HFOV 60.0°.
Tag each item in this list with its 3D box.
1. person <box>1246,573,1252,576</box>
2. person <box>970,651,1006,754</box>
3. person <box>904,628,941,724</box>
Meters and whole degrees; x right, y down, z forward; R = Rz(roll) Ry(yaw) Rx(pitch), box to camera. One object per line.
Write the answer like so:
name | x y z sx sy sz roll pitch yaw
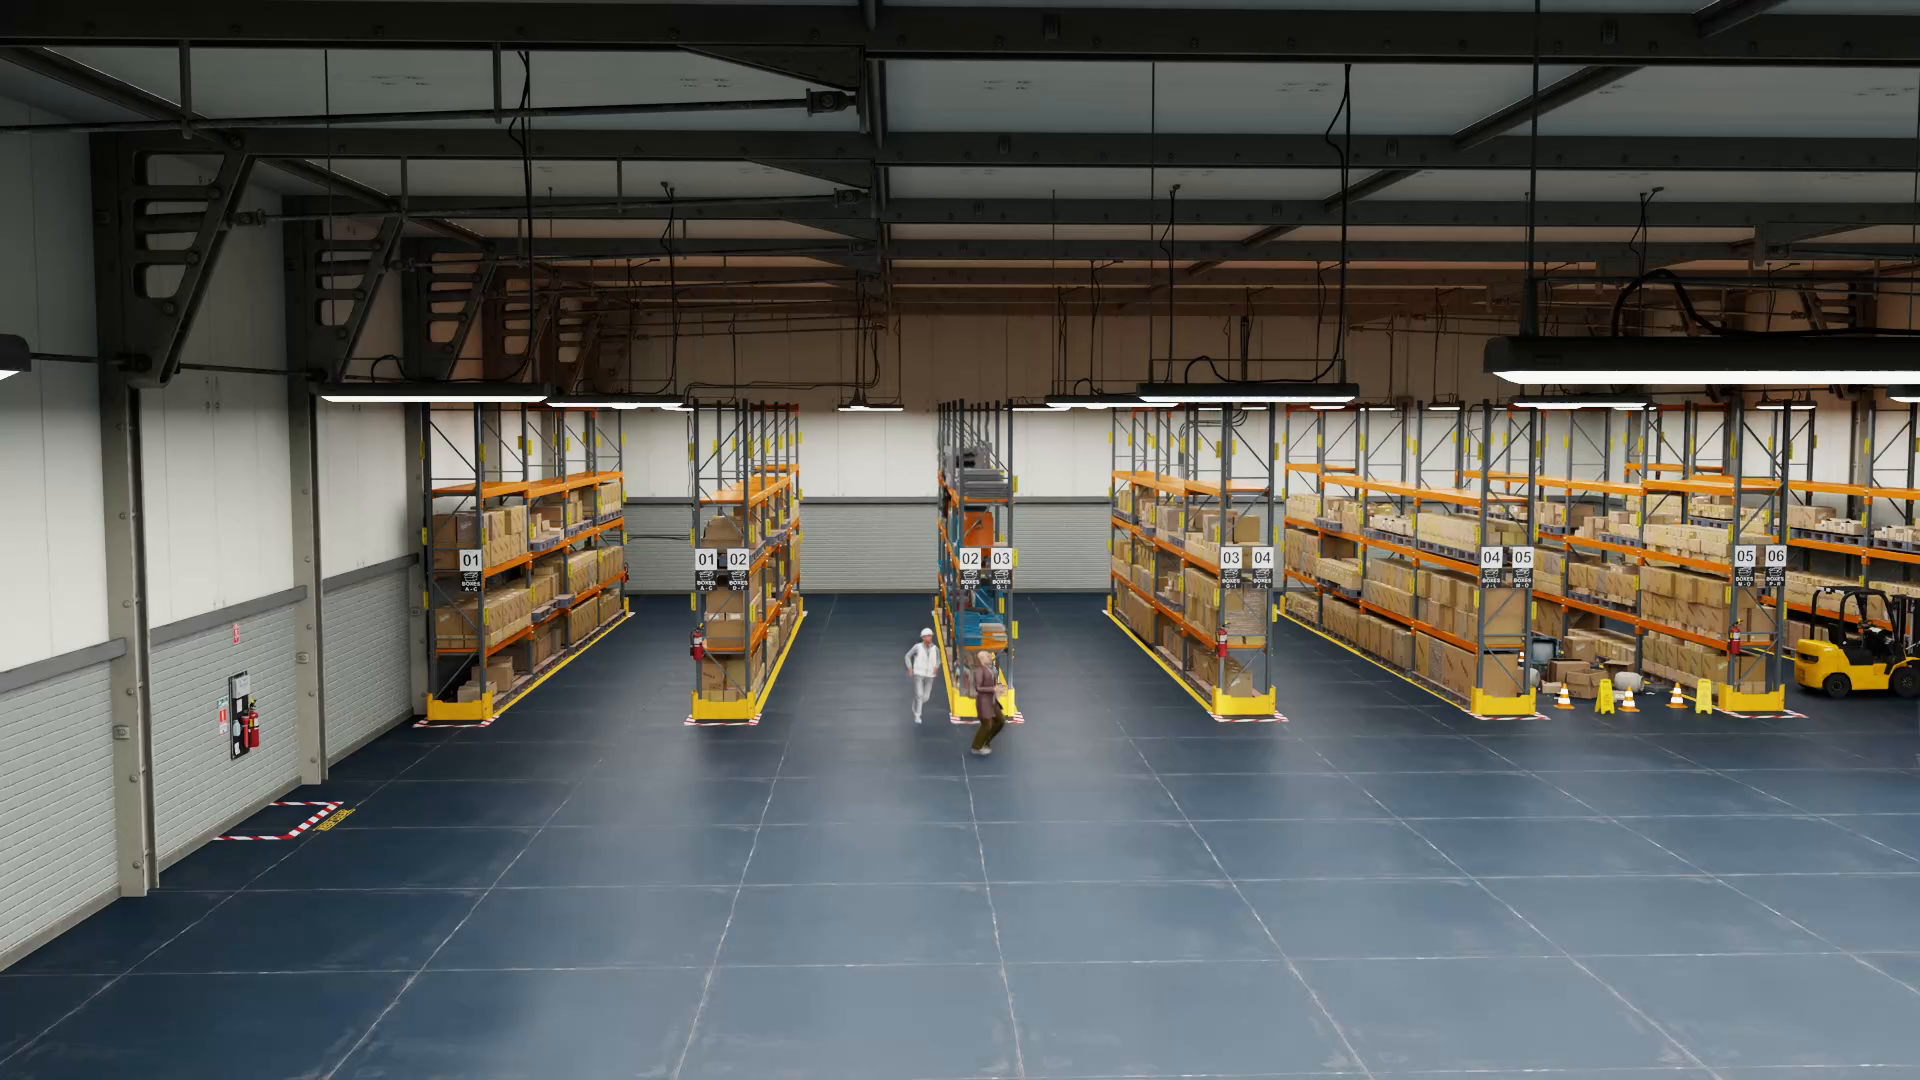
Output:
person | 8.314 1.288 48.195 0.654 1.602 0.619 4 6 40
person | 0.498 2.776 27.823 0.673 1.679 0.694 2 5 24
person | -0.686 2.519 31.110 0.699 1.748 0.727 -2 5 -20
